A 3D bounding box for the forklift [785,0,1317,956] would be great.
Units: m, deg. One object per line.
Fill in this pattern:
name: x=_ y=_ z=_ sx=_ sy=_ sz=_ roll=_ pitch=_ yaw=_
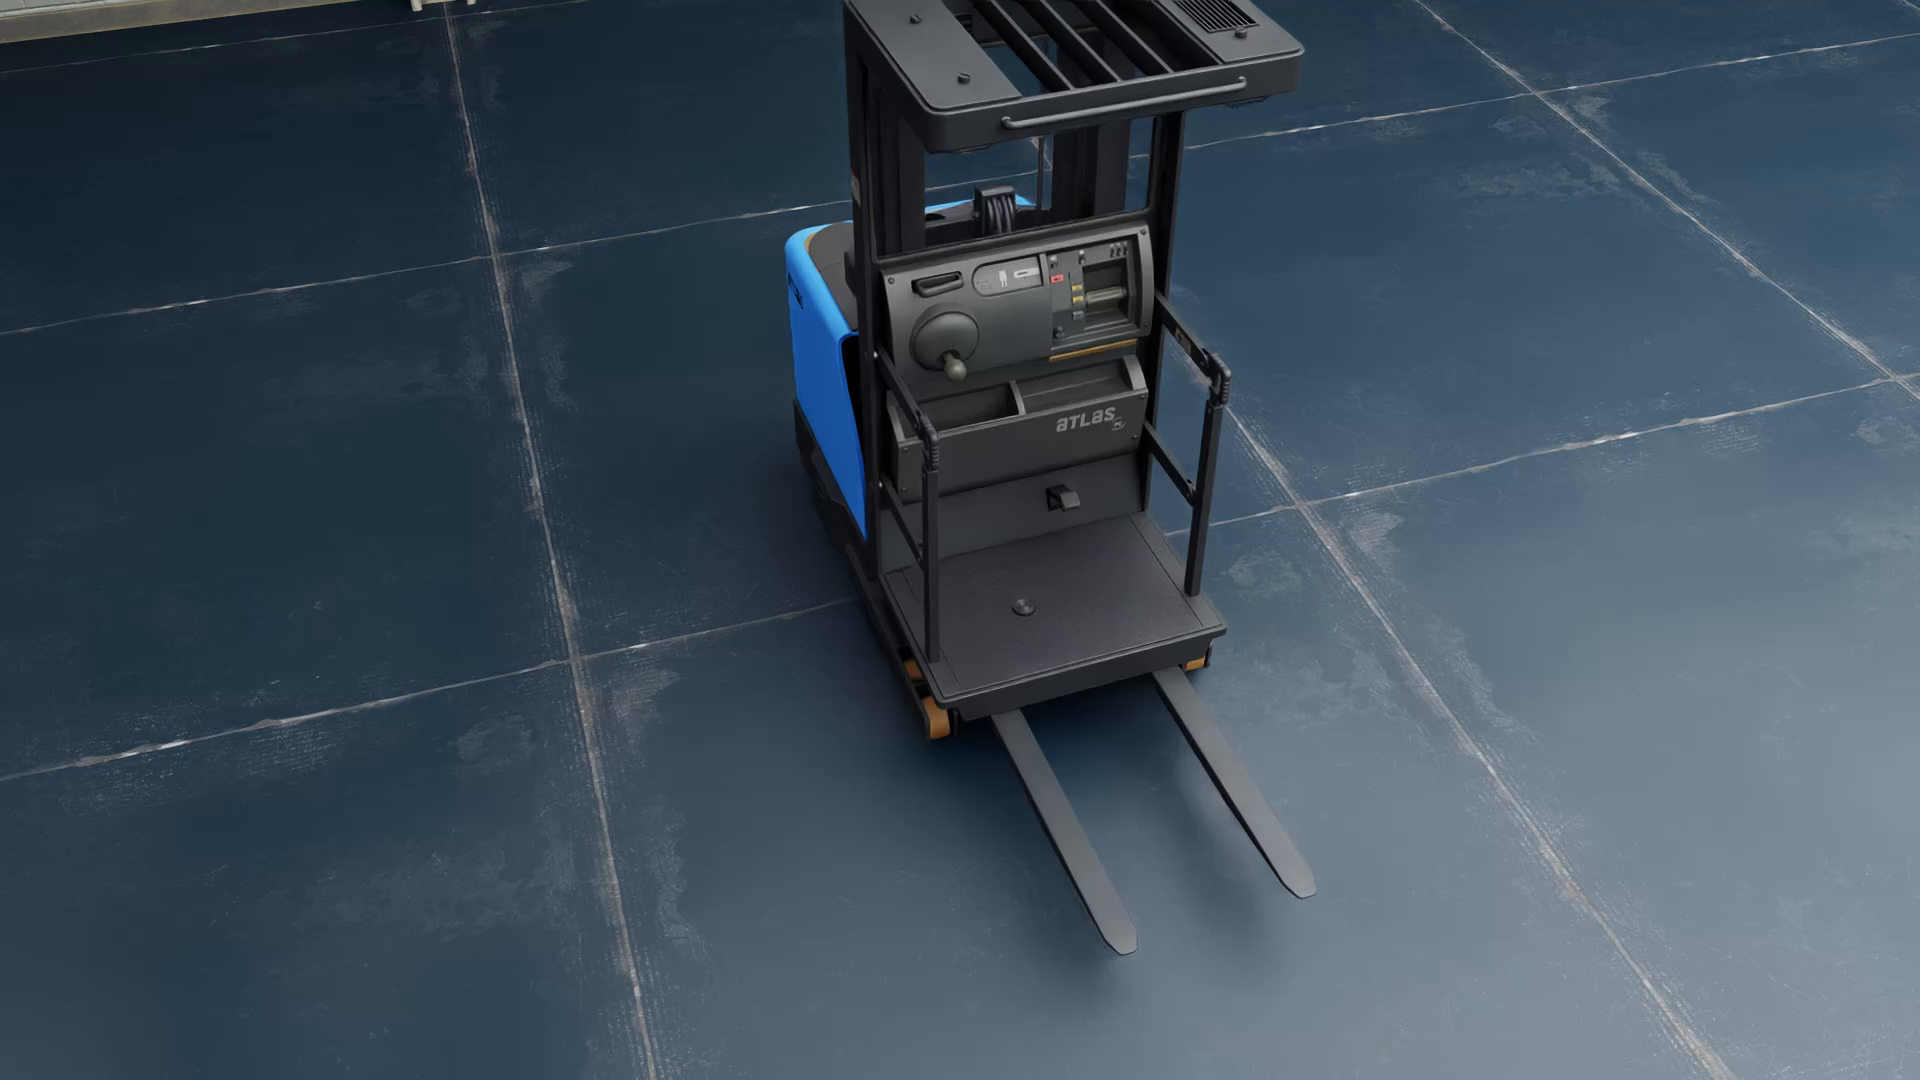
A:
forklift: x=0.278 y=-0.701 z=5.325 sx=1.130 sy=2.935 sz=3.031 roll=-13 pitch=43 yaw=-15
